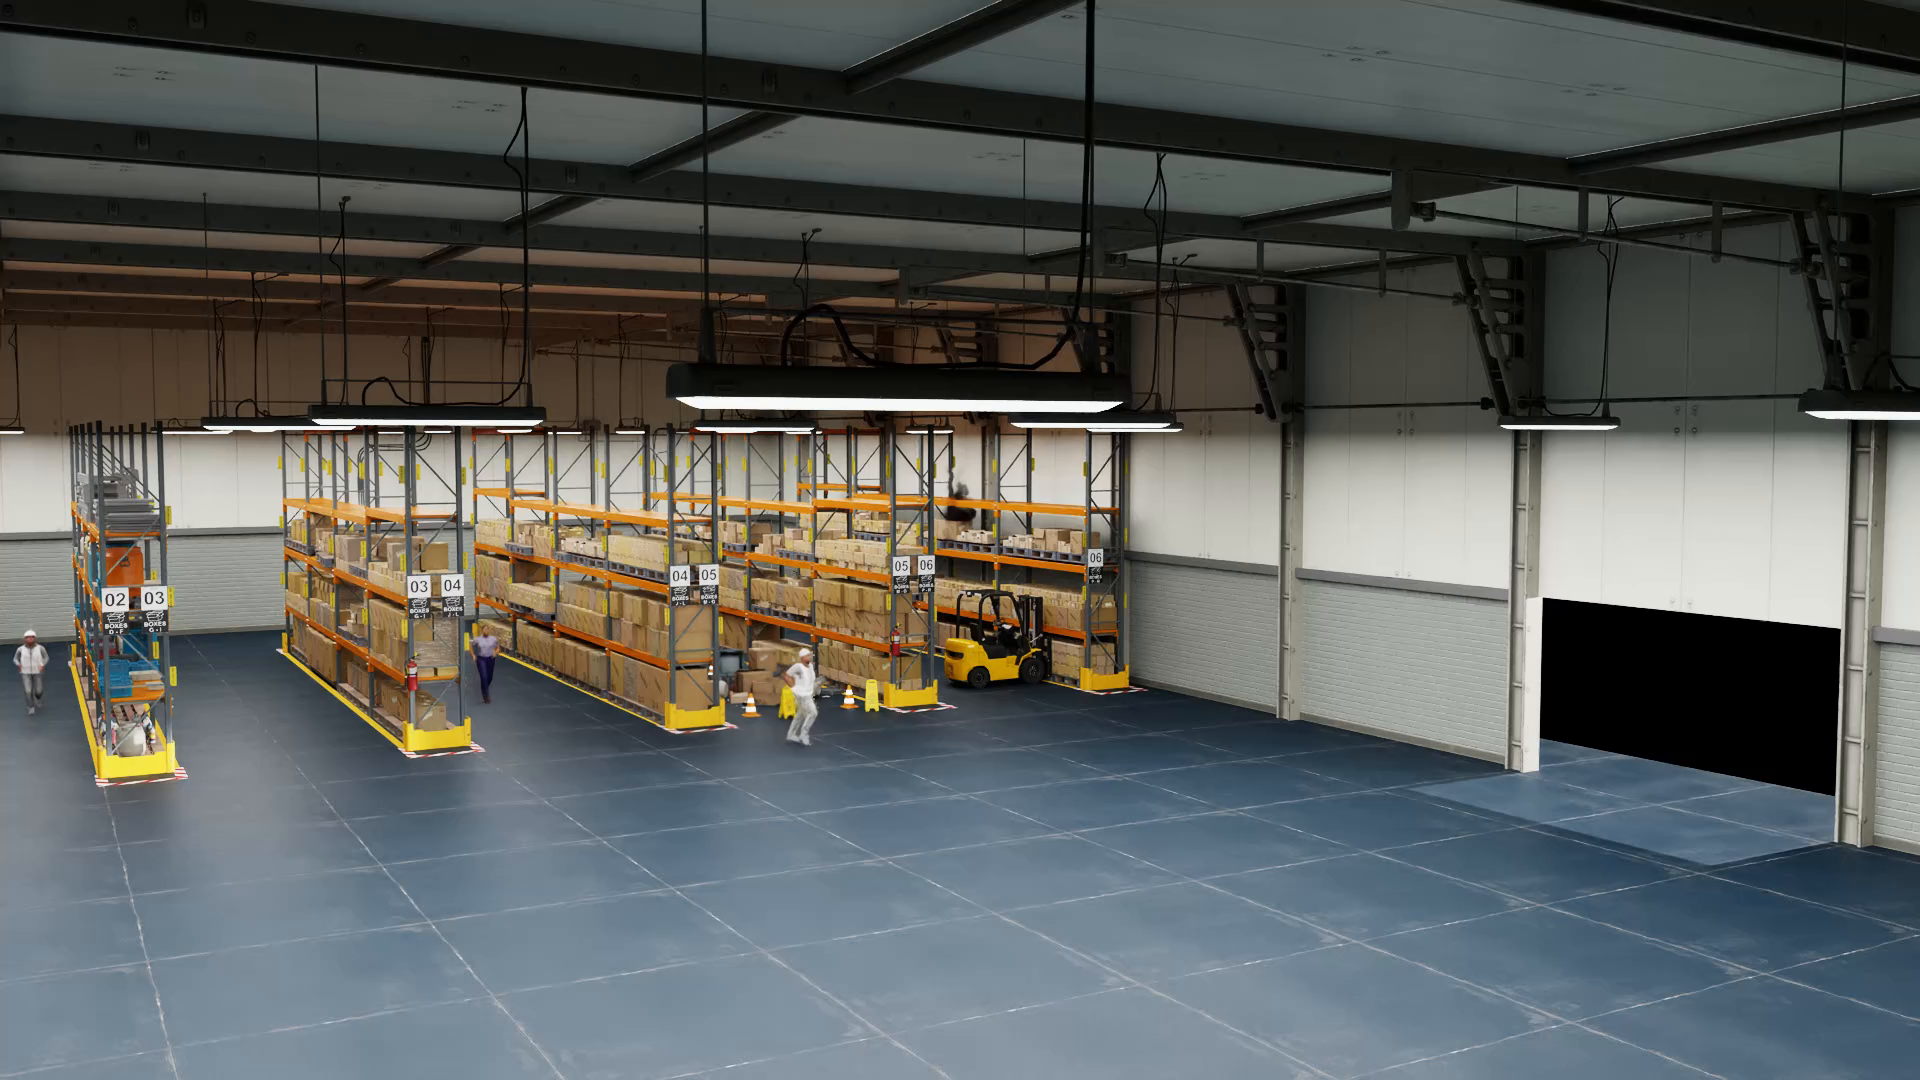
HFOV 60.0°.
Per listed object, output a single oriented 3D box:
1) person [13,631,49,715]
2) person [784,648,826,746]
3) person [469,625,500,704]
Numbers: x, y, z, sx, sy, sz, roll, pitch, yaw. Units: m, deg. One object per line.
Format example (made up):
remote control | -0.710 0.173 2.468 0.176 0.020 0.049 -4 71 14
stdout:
person | -19.209 2.735 34.392 0.656 1.721 0.609 -2 4 -30
person | -2.887 2.932 31.046 0.743 1.830 0.645 1 4 16
person | -10.310 2.671 36.124 0.616 1.670 0.847 -2 4 -34
